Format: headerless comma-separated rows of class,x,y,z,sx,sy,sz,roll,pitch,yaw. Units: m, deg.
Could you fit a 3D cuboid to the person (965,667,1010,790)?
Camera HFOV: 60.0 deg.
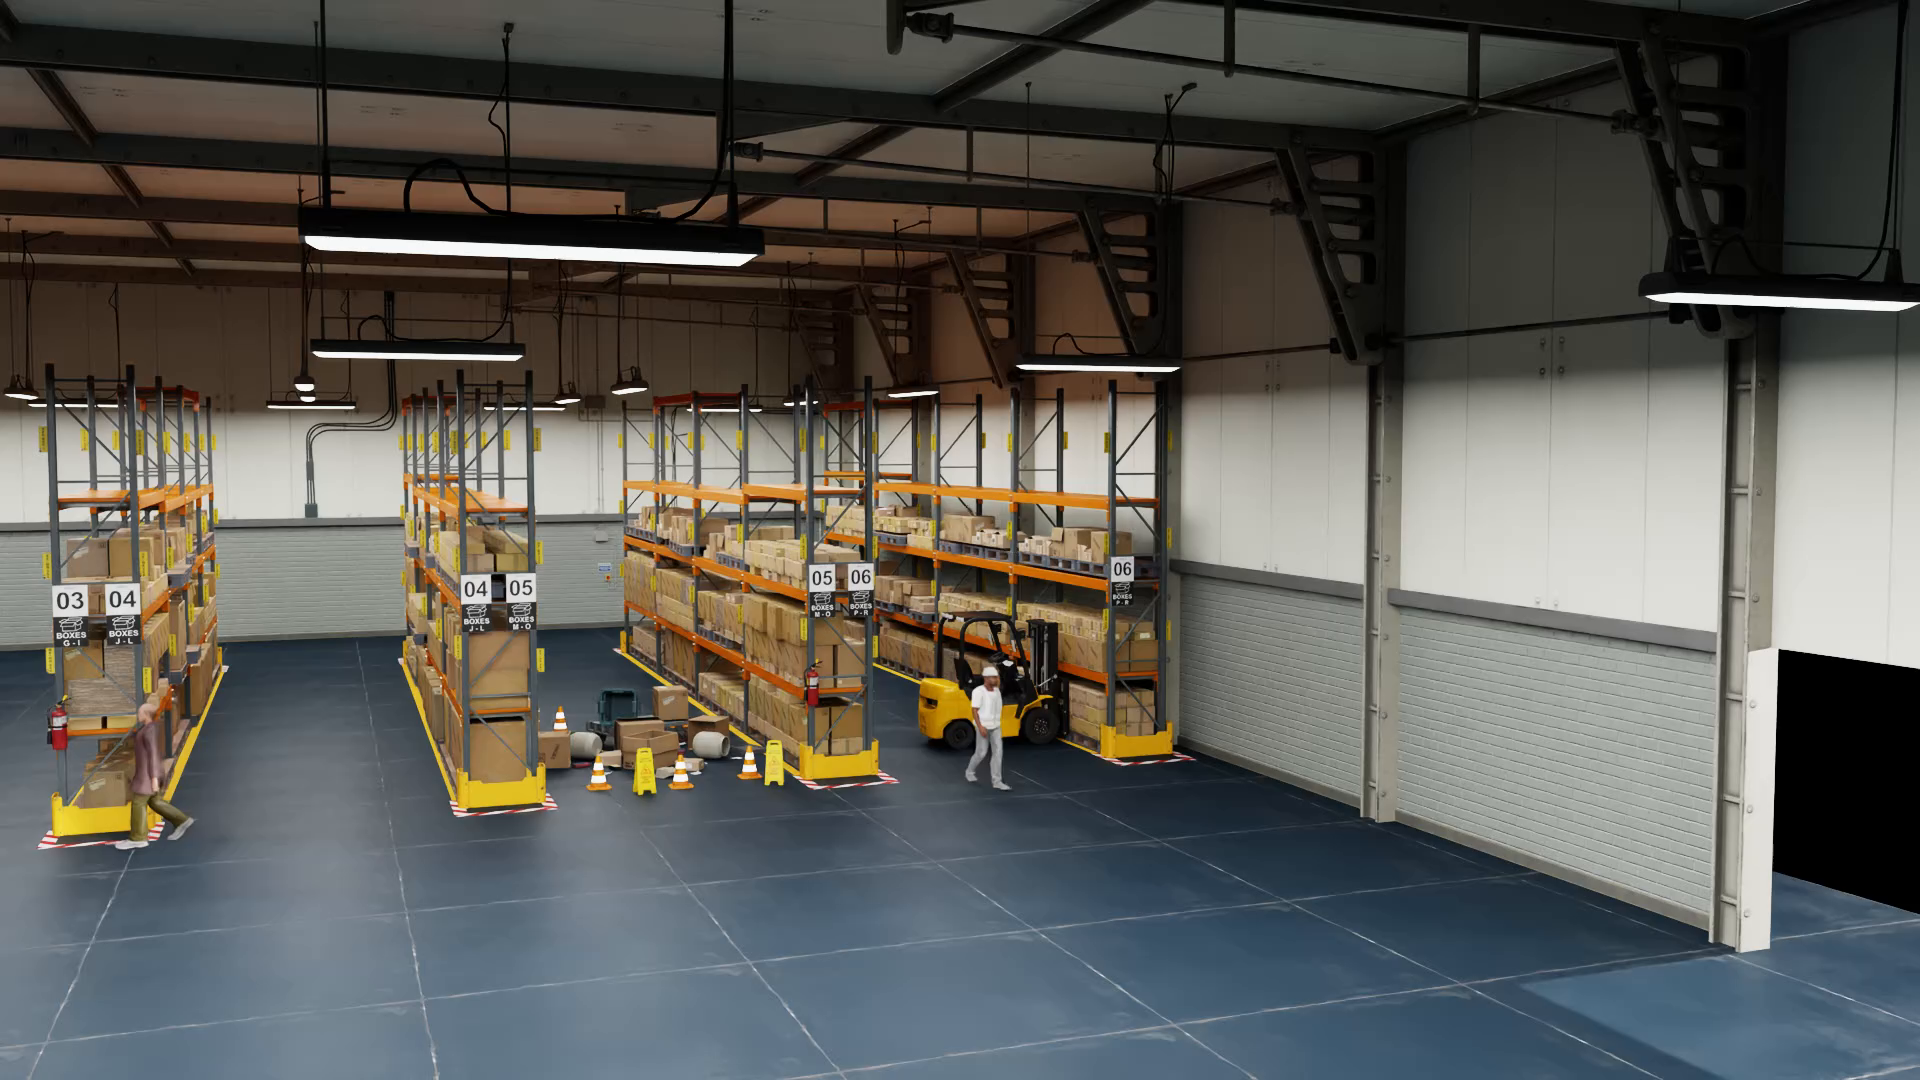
person,0.442,2.723,24.203,0.846,1.738,0.676,3,5,43

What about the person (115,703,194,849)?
person,-10.026,2.905,20.669,0.860,1.764,0.557,-1,4,-18
